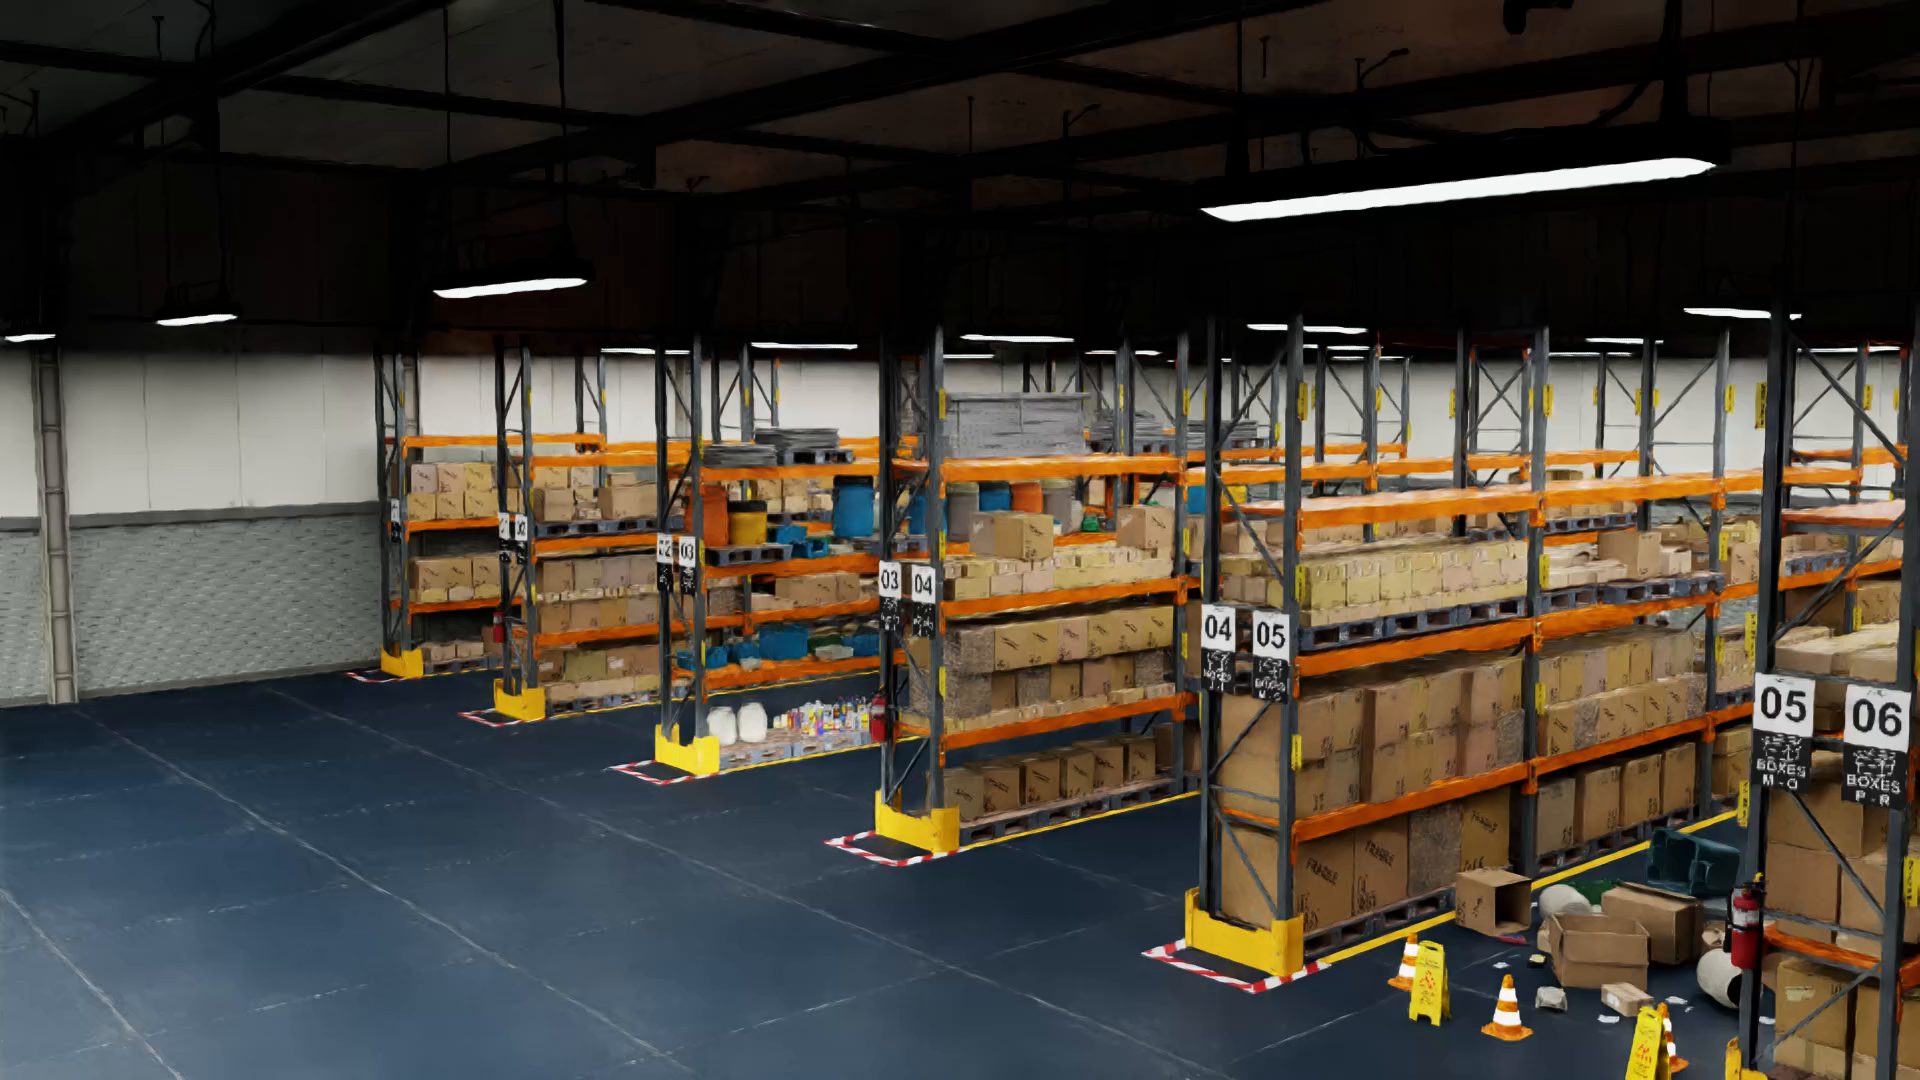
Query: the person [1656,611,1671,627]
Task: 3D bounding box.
[{"bbox_3d":[10.693,1.954,25.374,0.676,1.782,0.589,-2,5,-18],"label":"person"}]
